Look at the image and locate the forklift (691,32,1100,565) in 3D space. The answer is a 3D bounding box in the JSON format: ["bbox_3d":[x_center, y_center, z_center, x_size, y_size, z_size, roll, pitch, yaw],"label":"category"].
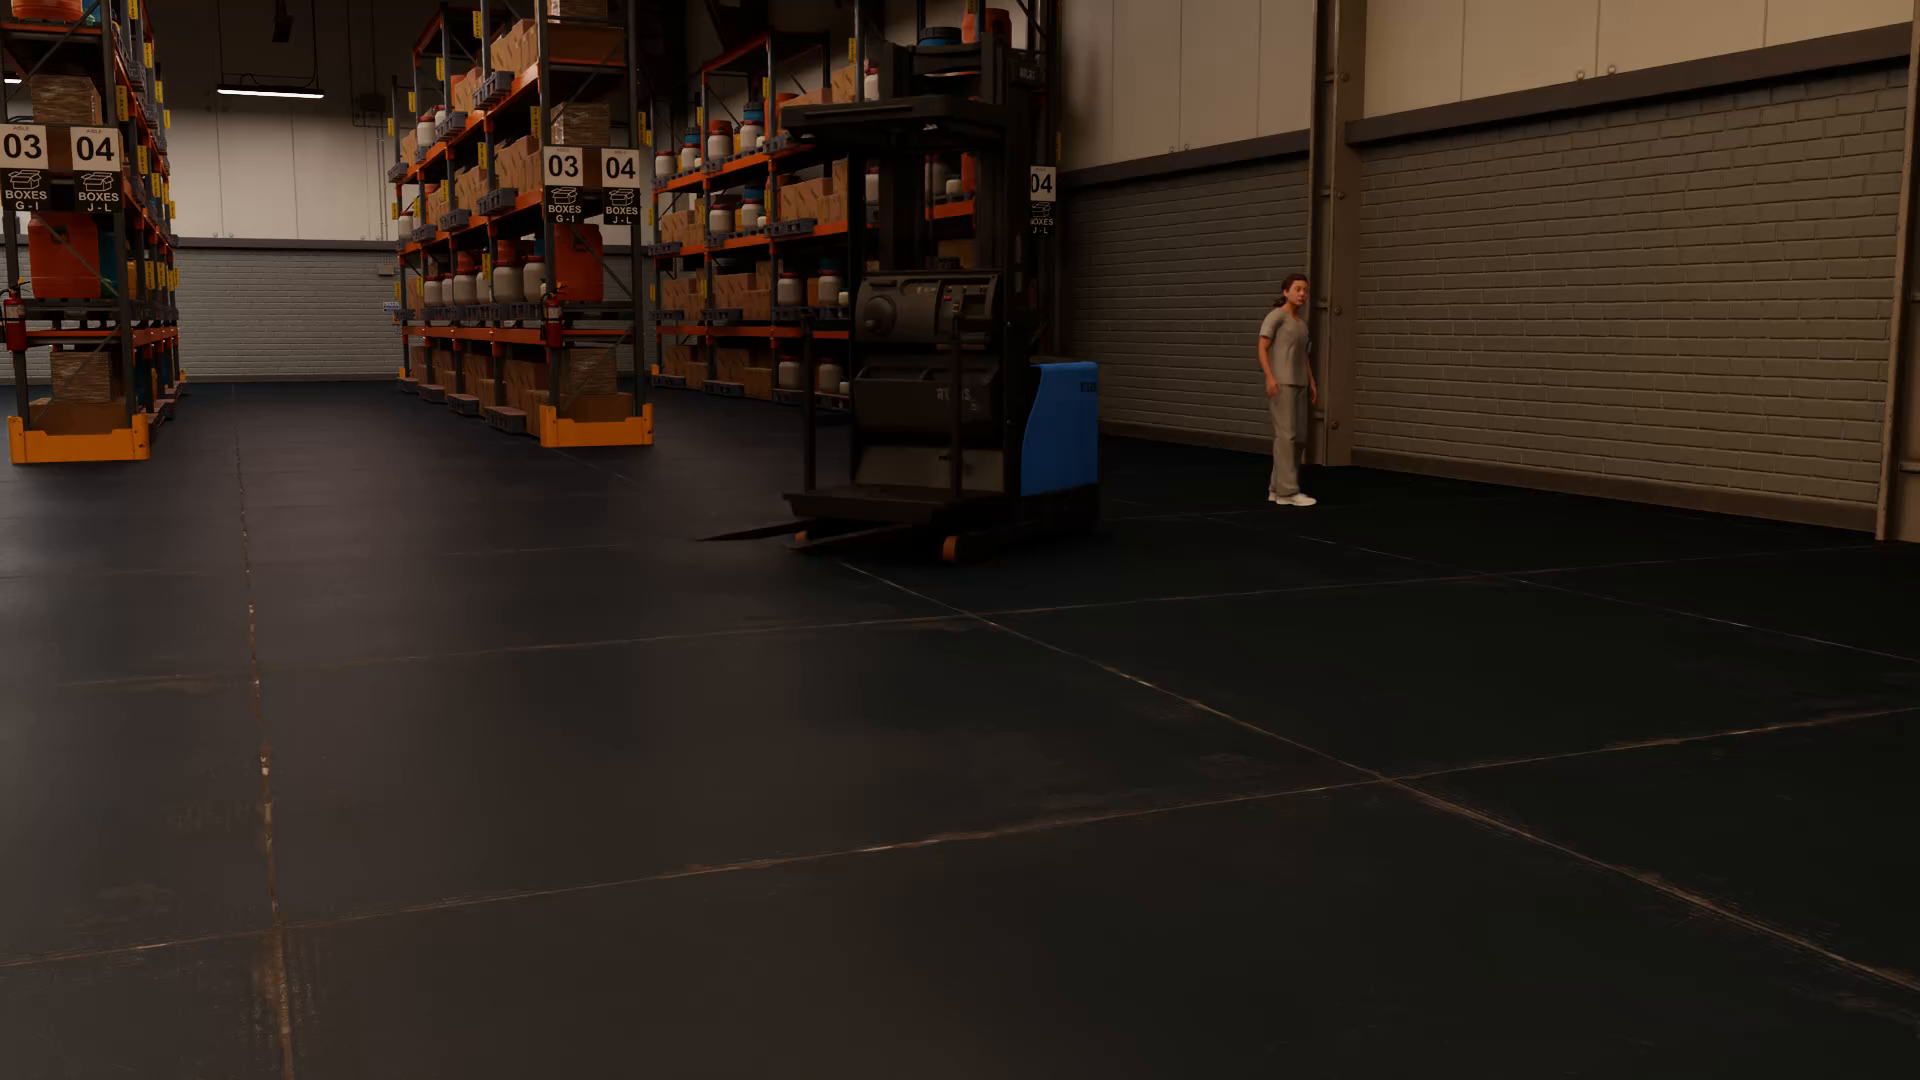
[{"bbox_3d":[-0.306,-1.383,9.428,1.130,2.935,3.031,5,9,31],"label":"forklift"}]

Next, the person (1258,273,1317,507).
[{"bbox_3d":[2.451,-1.097,12.091,0.507,1.670,0.606,6,10,39],"label":"person"}]
